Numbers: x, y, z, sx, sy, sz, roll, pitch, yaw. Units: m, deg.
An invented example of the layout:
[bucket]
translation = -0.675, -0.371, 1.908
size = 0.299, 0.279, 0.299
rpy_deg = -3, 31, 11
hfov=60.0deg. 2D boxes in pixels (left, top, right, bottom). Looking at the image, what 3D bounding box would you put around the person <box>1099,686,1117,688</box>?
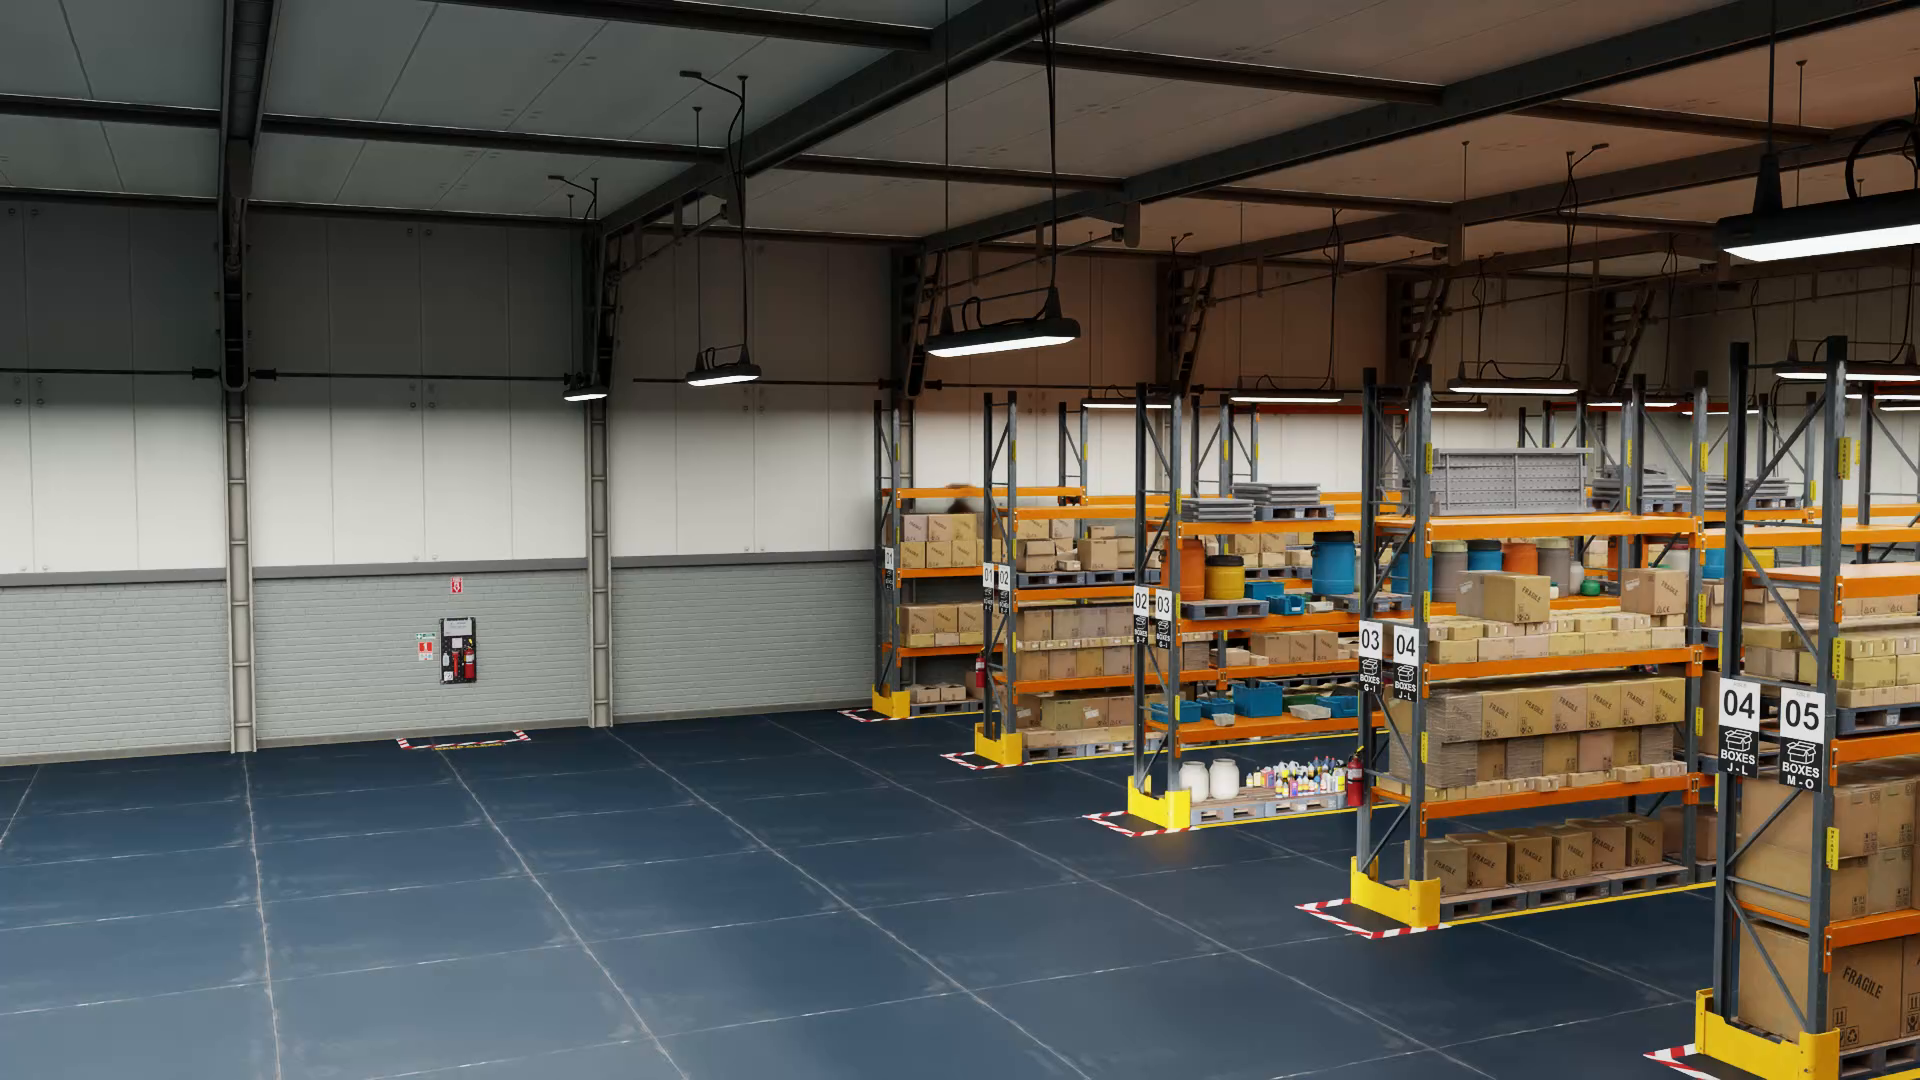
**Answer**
[person]
translation = 2.804, 2.555, 31.151
size = 0.954, 1.574, 0.480
rpy_deg = -1, 3, -14
